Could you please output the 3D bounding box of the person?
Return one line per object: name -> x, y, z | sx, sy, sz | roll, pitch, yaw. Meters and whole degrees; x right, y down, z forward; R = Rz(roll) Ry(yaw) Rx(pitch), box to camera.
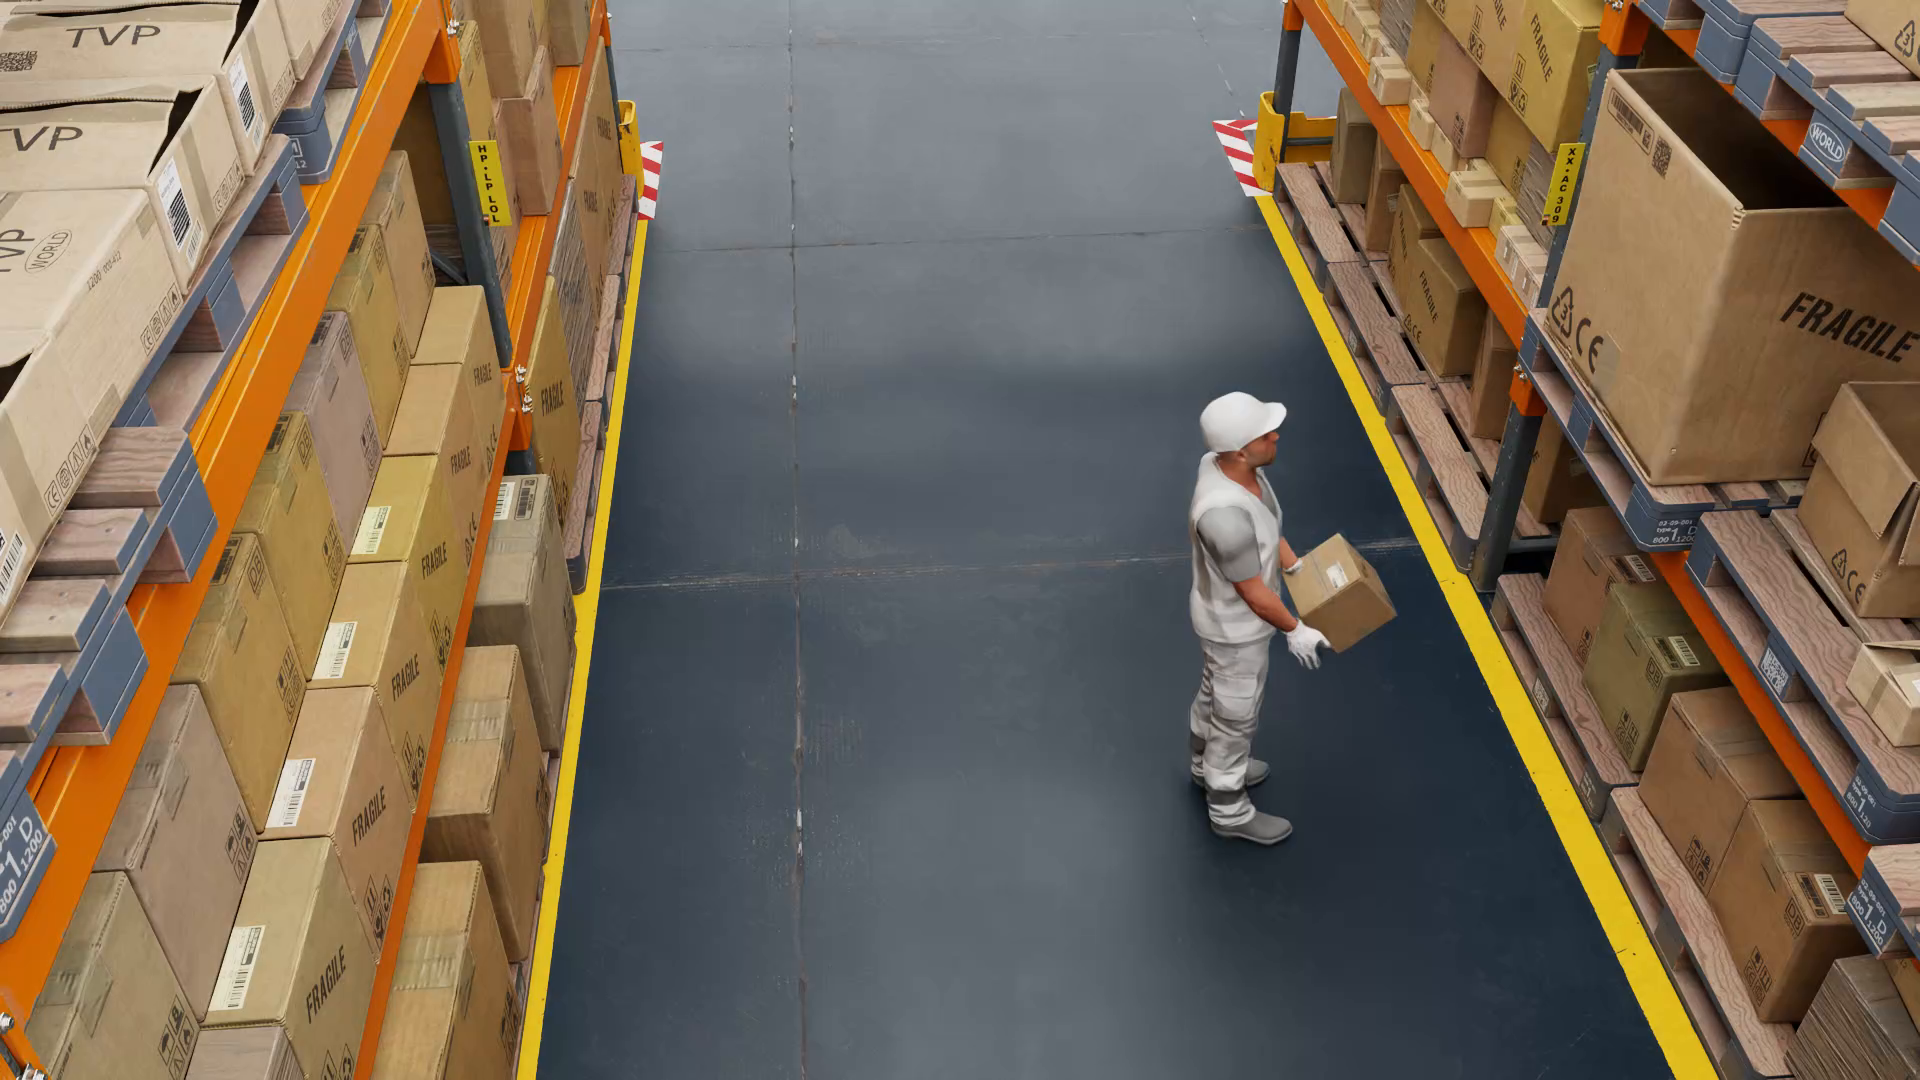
person -> 1.028, 0.263, 5.802 | 0.527, 1.793, 0.514 | 6, 39, 7
